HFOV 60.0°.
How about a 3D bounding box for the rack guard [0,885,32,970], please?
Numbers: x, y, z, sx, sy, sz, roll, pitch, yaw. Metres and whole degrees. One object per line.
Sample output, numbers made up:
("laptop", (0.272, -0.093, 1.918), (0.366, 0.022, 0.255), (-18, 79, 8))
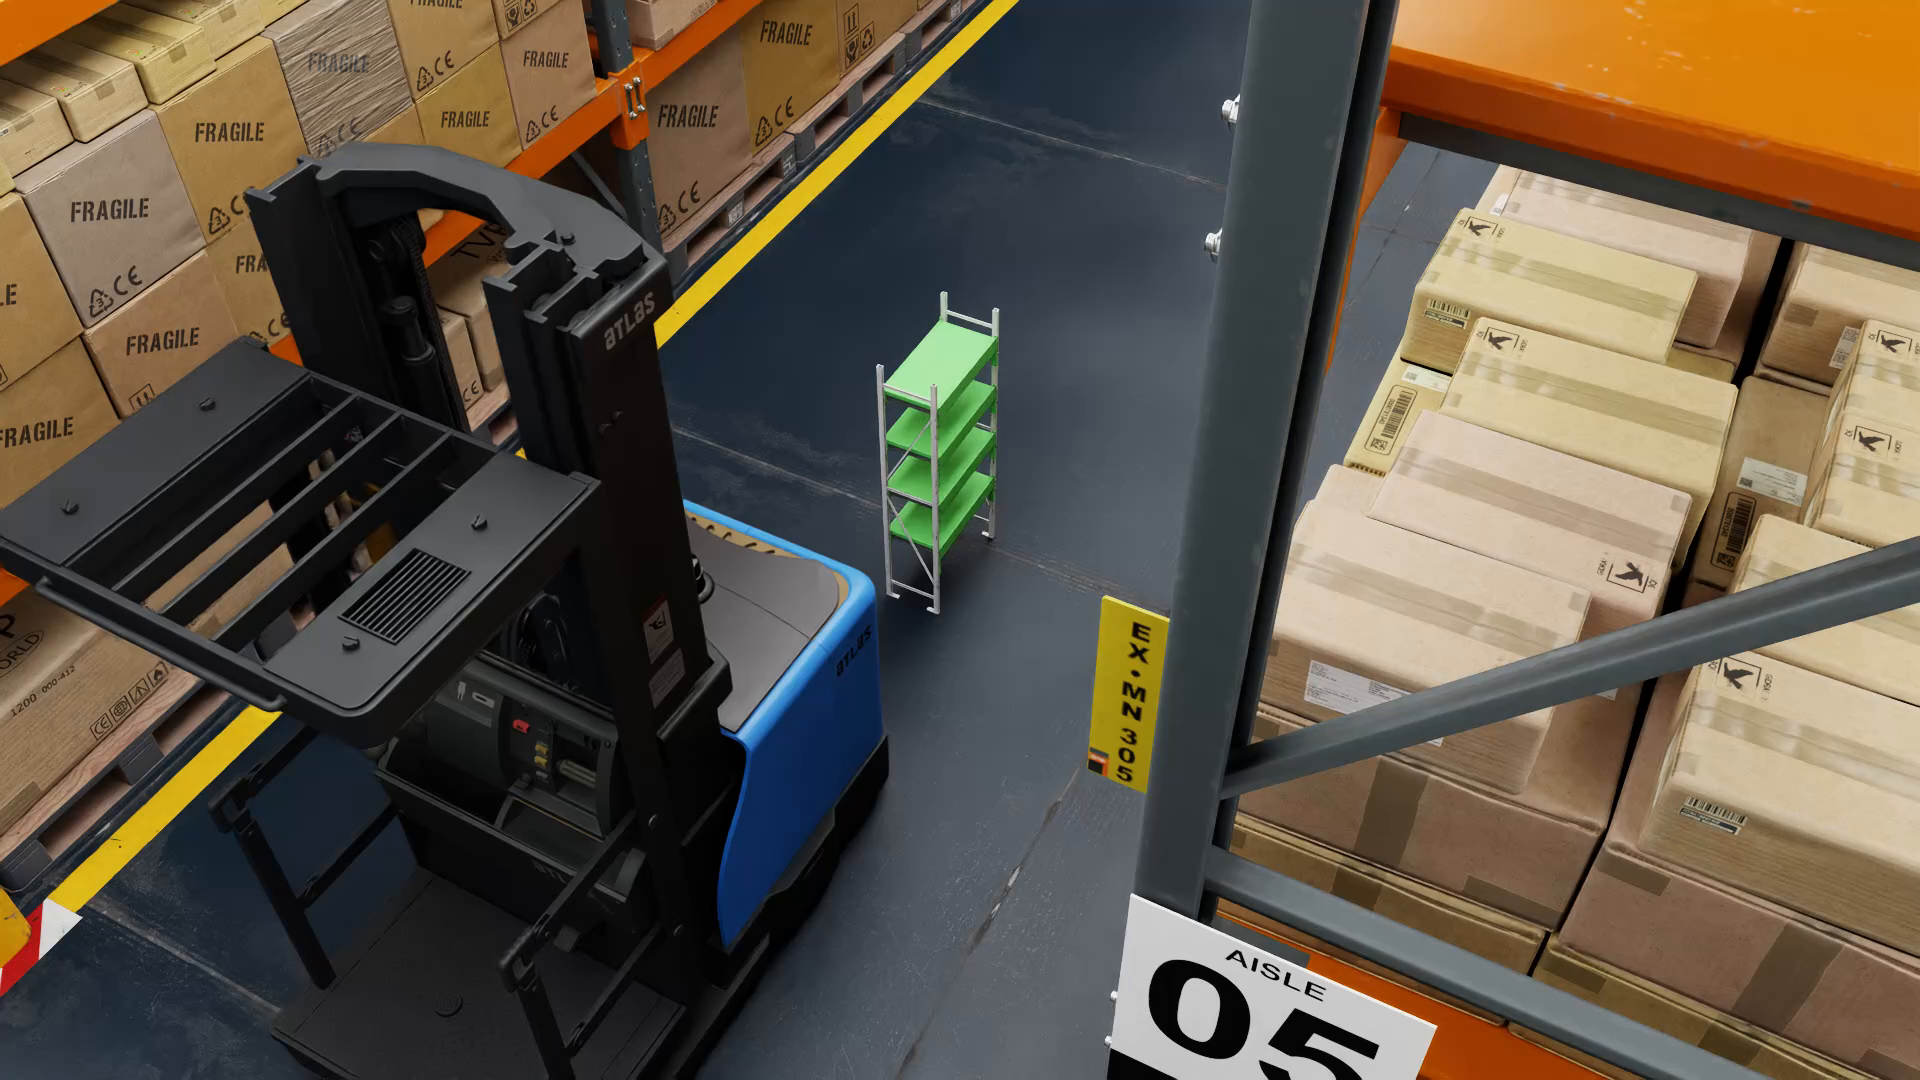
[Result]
("rack guard", (-3.753, 1.079, 5.612), (1.175, 0.500, 0.348), (20, 49, 19))

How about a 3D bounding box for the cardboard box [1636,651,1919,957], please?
("cardboard box", (1.042, 0.310, 1.980), (0.380, 0.149, 0.250), (20, 49, 19))

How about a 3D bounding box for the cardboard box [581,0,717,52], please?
("cardboard box", (-1.447, -2.472, 7.469), (0.500, 0.250, 0.500), (19, 48, 18))

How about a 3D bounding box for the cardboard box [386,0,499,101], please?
("cardboard box", (-2.102, -2.016, 6.140), (0.500, 0.500, 0.500), (20, 49, 18))

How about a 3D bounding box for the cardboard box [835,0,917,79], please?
("cardboard box", (-0.840, -3.287, 9.368), (0.875, 0.875, 0.875), (21, 49, 20))

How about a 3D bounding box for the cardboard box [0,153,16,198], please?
("cardboard box", (-2.944, -1.048, 4.727), (0.380, 0.149, 0.250), (19, 48, 18))

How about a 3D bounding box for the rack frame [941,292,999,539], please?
("rack frame", (0.036, -0.471, 6.652), (0.240, 1.200, 0.015), (20, 49, 19))

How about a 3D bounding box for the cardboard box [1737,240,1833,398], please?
("cardboard box", (1.610, -0.256, 2.819), (0.500, 0.250, 0.500), (21, 49, 19))

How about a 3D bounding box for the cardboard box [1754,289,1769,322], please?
("cardboard box", (1.850, -0.425, 3.337), (0.500, 0.250, 0.500), (20, 49, 19))

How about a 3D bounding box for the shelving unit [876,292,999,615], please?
("shelving unit", (-0.077, -0.317, 6.500), (0.258, 1.200, 0.503), (20, 49, 19))

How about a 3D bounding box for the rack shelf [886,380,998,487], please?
("rack shelf", (-0.077, -0.441, 6.375), (0.258, 0.148, 0.480), (20, 49, 19))

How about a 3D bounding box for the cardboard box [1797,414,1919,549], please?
("cardboard box", (1.367, 0.008, 2.278), (0.380, 0.149, 0.250), (20, 49, 19))

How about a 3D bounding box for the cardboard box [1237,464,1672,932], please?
("cardboard box", (0.678, 0.204, 2.364), (0.500, 0.250, 0.500), (19, 48, 18))

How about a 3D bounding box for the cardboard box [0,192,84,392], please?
("cardboard box", (-3.033, -0.737, 4.877), (0.500, 0.500, 0.500), (19, 48, 18))

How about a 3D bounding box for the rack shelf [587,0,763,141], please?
("rack shelf", (-0.956, -3.342, 8.729), (1.077, 0.370, 4.000), (20, 49, 19))

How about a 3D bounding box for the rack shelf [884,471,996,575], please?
("rack shelf", (-0.077, -0.104, 6.716), (0.258, 0.148, 0.480), (20, 49, 19))

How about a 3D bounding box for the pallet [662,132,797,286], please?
("pallet", (-1.593, -1.865, 8.725), (1.003, 0.211, 1.213), (20, 49, 19))

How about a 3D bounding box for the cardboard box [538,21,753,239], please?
("cardboard box", (-1.668, -2.152, 8.247), (0.875, 0.875, 0.875), (22, 49, 20))

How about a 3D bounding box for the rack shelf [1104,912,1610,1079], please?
("rack shelf", (1.618, -0.305, 3.620), (1.077, 0.370, 4.000), (20, 49, 19))

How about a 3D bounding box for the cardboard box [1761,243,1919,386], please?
("cardboard box", (1.506, -0.342, 2.624), (0.380, 0.149, 0.250), (22, 49, 20))

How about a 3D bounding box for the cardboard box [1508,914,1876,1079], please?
("cardboard box", (1.125, 0.556, 2.368), (0.500, 0.250, 0.500), (22, 49, 20))

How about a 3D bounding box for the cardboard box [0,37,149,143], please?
("cardboard box", (-2.716, -1.374, 5.050), (0.380, 0.149, 0.250), (21, 49, 19))

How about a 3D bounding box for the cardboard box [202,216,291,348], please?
("cardboard box", (-2.584, -1.021, 5.860), (0.500, 0.500, 0.500), (22, 49, 20))

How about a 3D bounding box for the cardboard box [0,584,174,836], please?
("cardboard box", (-3.524, 0.490, 5.943), (0.875, 0.438, 0.875), (19, 48, 18))

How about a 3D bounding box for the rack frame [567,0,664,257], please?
("rack frame", (-1.885, -2.335, 7.228), (1.000, 3.000, 0.127), (20, 49, 19))

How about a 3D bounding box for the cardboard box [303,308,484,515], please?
("cardboard box", (-2.686, -0.657, 7.077), (0.875, 0.438, 0.875), (19, 48, 18))

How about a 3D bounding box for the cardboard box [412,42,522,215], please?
("cardboard box", (-2.107, -1.667, 6.498), (0.500, 0.500, 0.500), (19, 48, 18))

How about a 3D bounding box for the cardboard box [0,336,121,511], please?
("cardboard box", (-3.054, -0.385, 5.231), (0.500, 0.500, 0.500), (20, 49, 19))

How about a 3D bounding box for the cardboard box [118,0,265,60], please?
("cardboard box", (-2.496, -1.706, 5.378), (0.380, 0.149, 0.250), (20, 49, 19))

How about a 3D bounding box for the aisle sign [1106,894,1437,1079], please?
("aisle sign", (0.390, 0.789, 2.313), (0.394, 0.787, 0.004), (20, 49, 19))

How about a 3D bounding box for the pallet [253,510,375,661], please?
("pallet", (-2.872, -0.130, 7.010), (1.003, 0.211, 1.213), (20, 49, 19))

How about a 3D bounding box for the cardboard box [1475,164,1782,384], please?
("cardboard box", (1.155, -0.440, 3.001), (0.500, 0.250, 0.500), (21, 49, 20))

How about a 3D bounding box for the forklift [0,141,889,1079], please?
("forklift", (-1.409, 0.599, 4.377), (1.130, 2.935, 3.031), (21, 49, 20))

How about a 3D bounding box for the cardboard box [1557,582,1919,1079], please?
("cardboard box", (1.128, 0.382, 2.189), (0.500, 0.250, 0.500), (21, 49, 20))

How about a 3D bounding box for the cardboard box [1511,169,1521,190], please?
("cardboard box", (1.206, -0.664, 2.942), (0.380, 0.149, 0.250), (21, 49, 20))

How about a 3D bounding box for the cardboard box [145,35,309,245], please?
("cardboard box", (-2.570, -1.379, 5.510), (0.500, 0.500, 0.500), (21, 49, 19))

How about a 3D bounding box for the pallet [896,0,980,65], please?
("pallet", (-0.460, -3.402, 10.244), (1.003, 0.211, 1.213), (20, 49, 19))

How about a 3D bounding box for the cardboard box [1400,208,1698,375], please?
("cardboard box", (0.930, -0.355, 2.637), (0.380, 0.149, 0.250), (21, 49, 20))

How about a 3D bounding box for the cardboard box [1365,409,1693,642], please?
("cardboard box", (0.766, 0.002, 2.284), (0.380, 0.149, 0.250), (21, 49, 20))
